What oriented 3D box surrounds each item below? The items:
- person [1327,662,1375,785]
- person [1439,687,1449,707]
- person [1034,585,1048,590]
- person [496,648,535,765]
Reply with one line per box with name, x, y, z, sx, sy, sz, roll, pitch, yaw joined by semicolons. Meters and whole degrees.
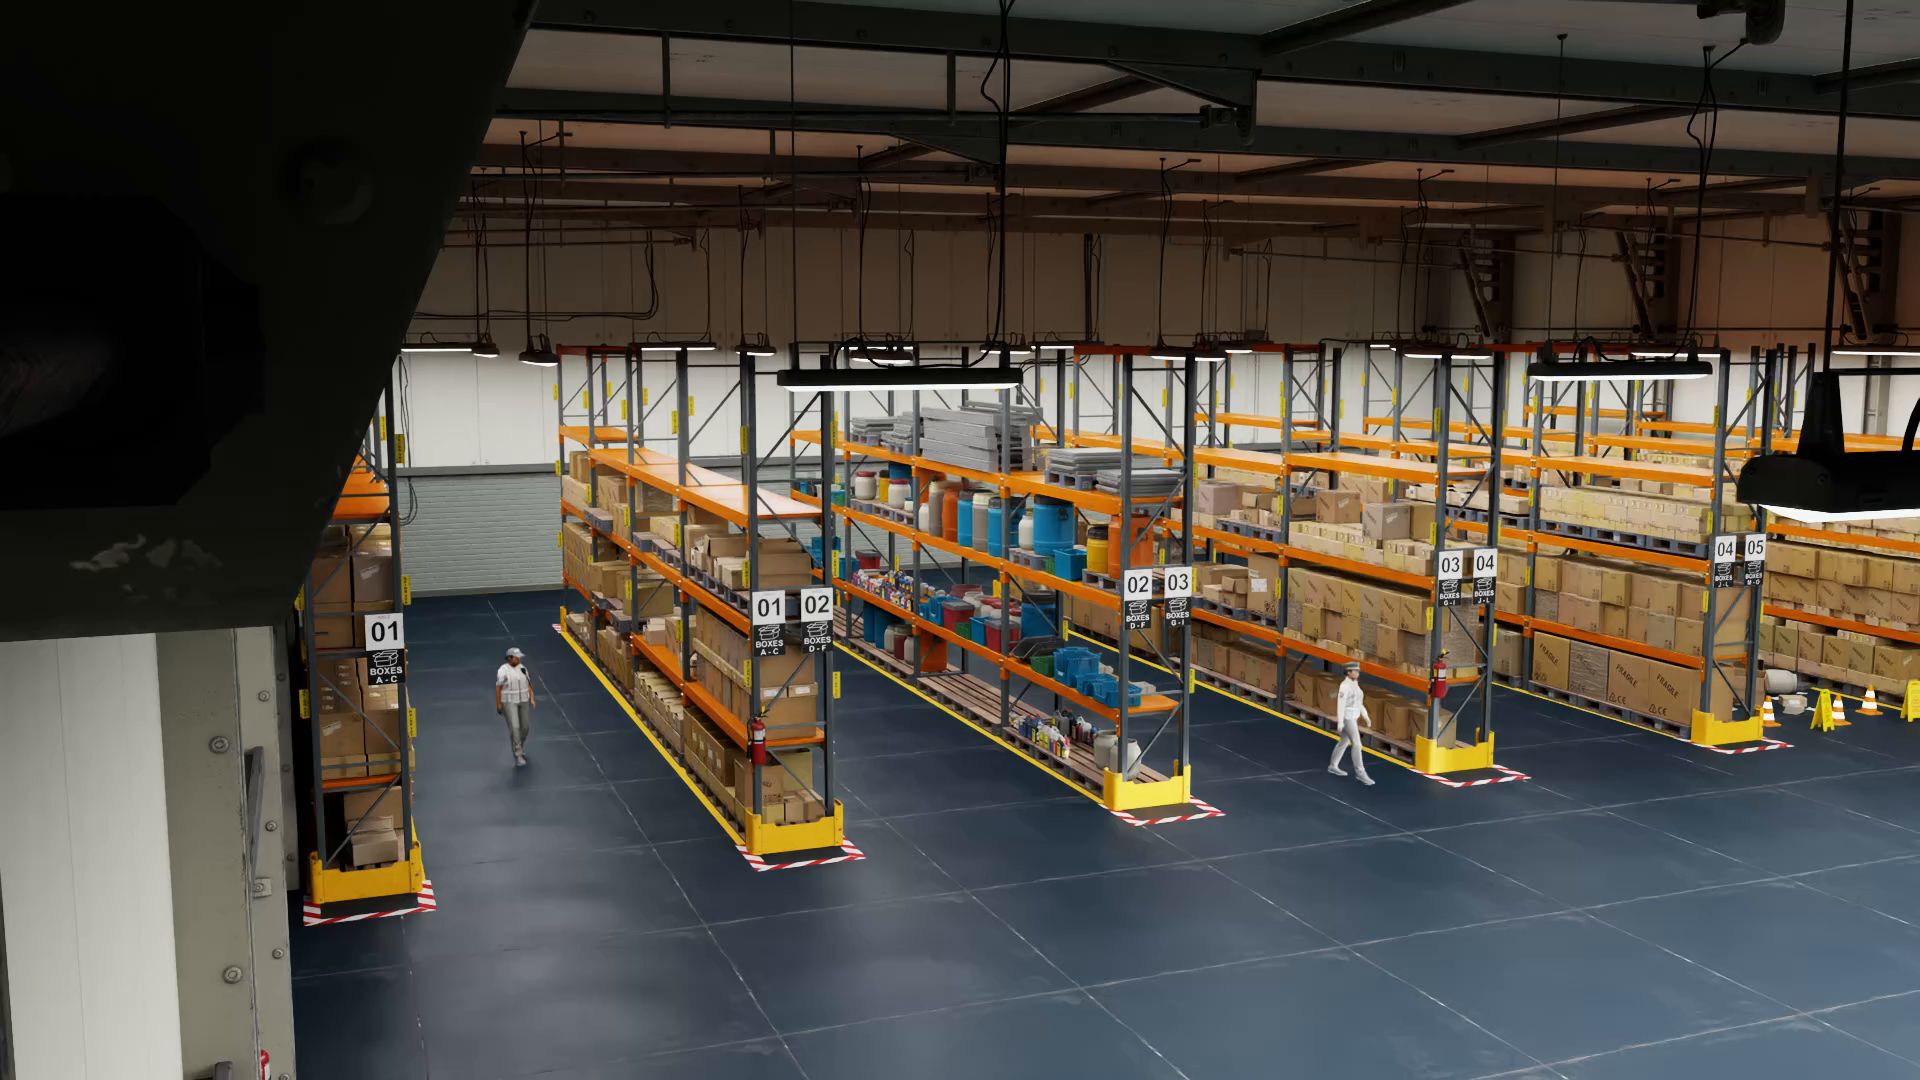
person;5.547;2.534;23.403;0.734;1.673;0.502;4;8;27
person;7.770;2.071;27.237;0.508;1.644;0.647;-1;7;-5
person;1.524;1.664;29.855;0.544;1.710;1.062;-4;8;-31
person;-6.487;2.432;24.509;0.507;1.655;0.746;-7;10;-44
